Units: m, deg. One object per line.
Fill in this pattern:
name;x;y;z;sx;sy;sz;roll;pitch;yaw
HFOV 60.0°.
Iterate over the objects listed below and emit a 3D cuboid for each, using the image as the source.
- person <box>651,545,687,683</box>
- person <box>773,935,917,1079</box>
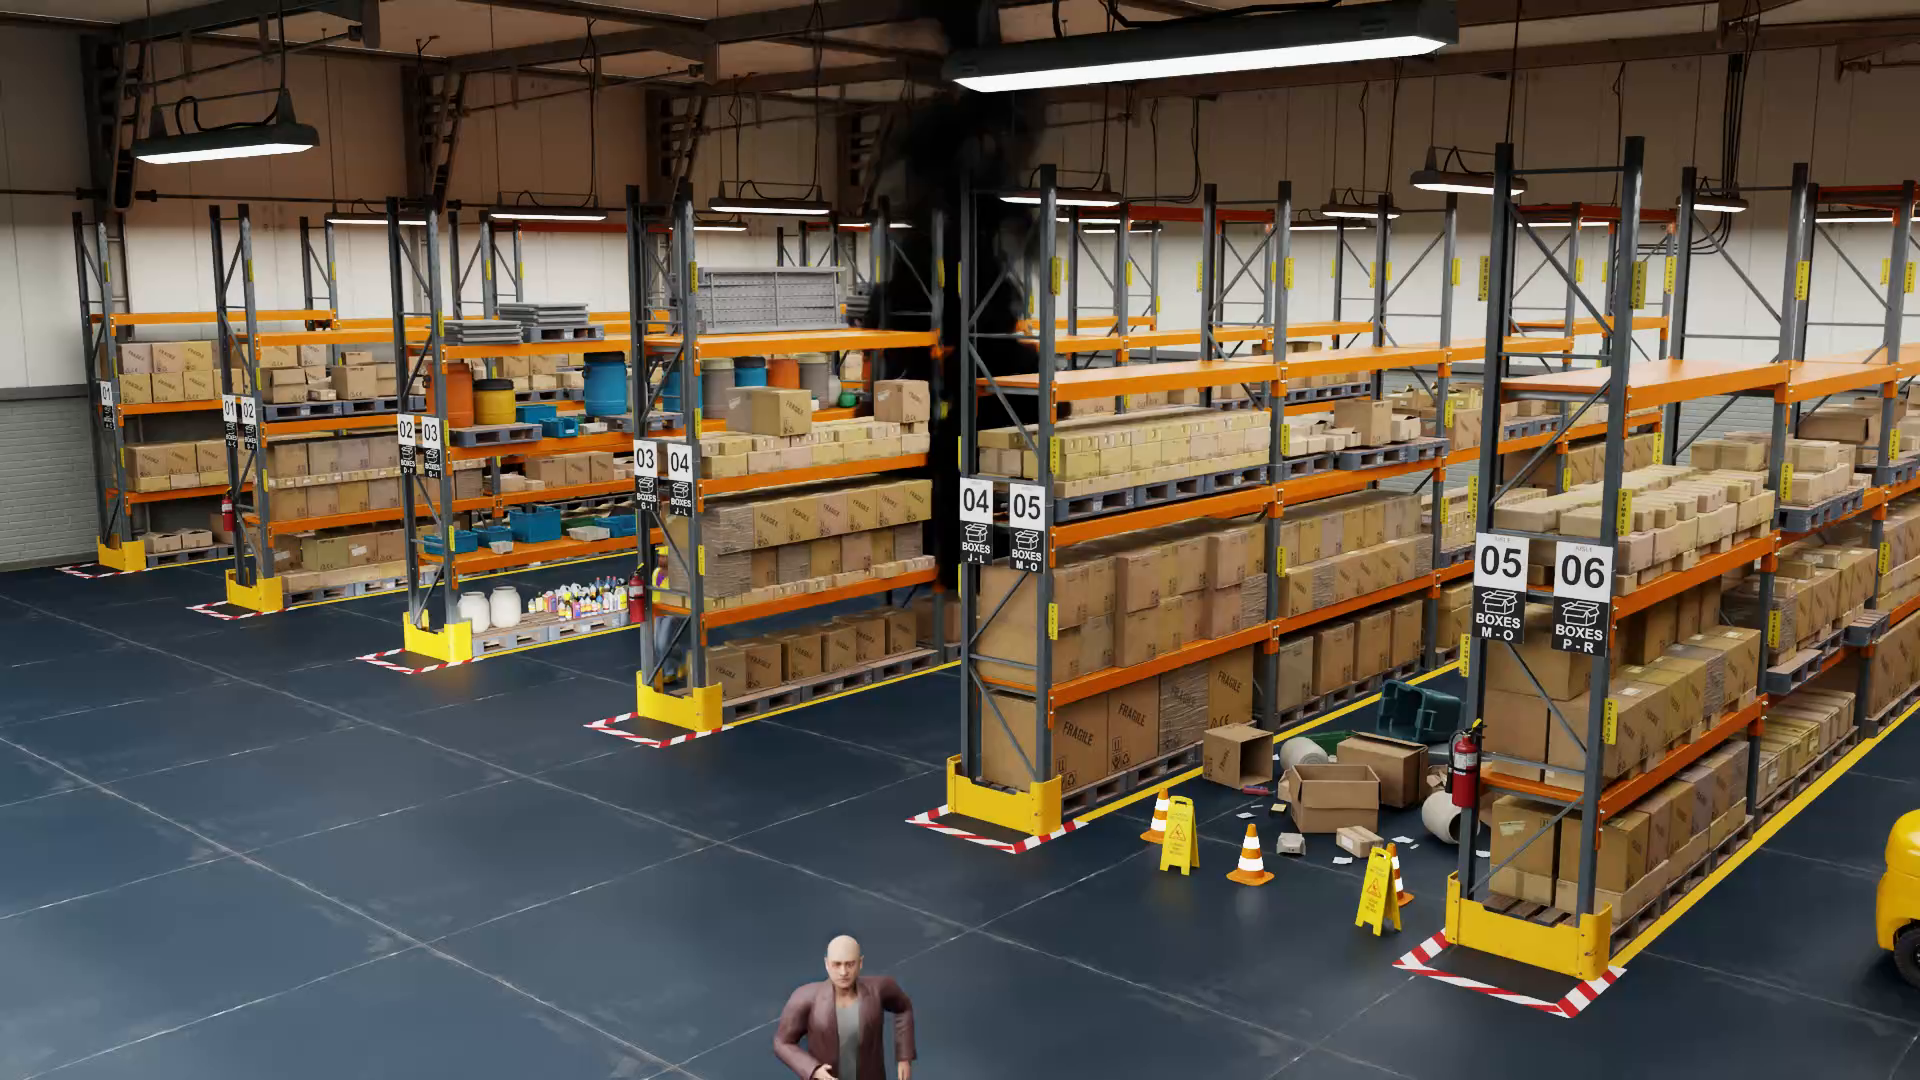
person;-3.630;0.926;20.485;0.692;1.720;0.589;6;11;31
person;-0.585;2.891;8.561;0.737;1.829;0.922;-1;10;-6
